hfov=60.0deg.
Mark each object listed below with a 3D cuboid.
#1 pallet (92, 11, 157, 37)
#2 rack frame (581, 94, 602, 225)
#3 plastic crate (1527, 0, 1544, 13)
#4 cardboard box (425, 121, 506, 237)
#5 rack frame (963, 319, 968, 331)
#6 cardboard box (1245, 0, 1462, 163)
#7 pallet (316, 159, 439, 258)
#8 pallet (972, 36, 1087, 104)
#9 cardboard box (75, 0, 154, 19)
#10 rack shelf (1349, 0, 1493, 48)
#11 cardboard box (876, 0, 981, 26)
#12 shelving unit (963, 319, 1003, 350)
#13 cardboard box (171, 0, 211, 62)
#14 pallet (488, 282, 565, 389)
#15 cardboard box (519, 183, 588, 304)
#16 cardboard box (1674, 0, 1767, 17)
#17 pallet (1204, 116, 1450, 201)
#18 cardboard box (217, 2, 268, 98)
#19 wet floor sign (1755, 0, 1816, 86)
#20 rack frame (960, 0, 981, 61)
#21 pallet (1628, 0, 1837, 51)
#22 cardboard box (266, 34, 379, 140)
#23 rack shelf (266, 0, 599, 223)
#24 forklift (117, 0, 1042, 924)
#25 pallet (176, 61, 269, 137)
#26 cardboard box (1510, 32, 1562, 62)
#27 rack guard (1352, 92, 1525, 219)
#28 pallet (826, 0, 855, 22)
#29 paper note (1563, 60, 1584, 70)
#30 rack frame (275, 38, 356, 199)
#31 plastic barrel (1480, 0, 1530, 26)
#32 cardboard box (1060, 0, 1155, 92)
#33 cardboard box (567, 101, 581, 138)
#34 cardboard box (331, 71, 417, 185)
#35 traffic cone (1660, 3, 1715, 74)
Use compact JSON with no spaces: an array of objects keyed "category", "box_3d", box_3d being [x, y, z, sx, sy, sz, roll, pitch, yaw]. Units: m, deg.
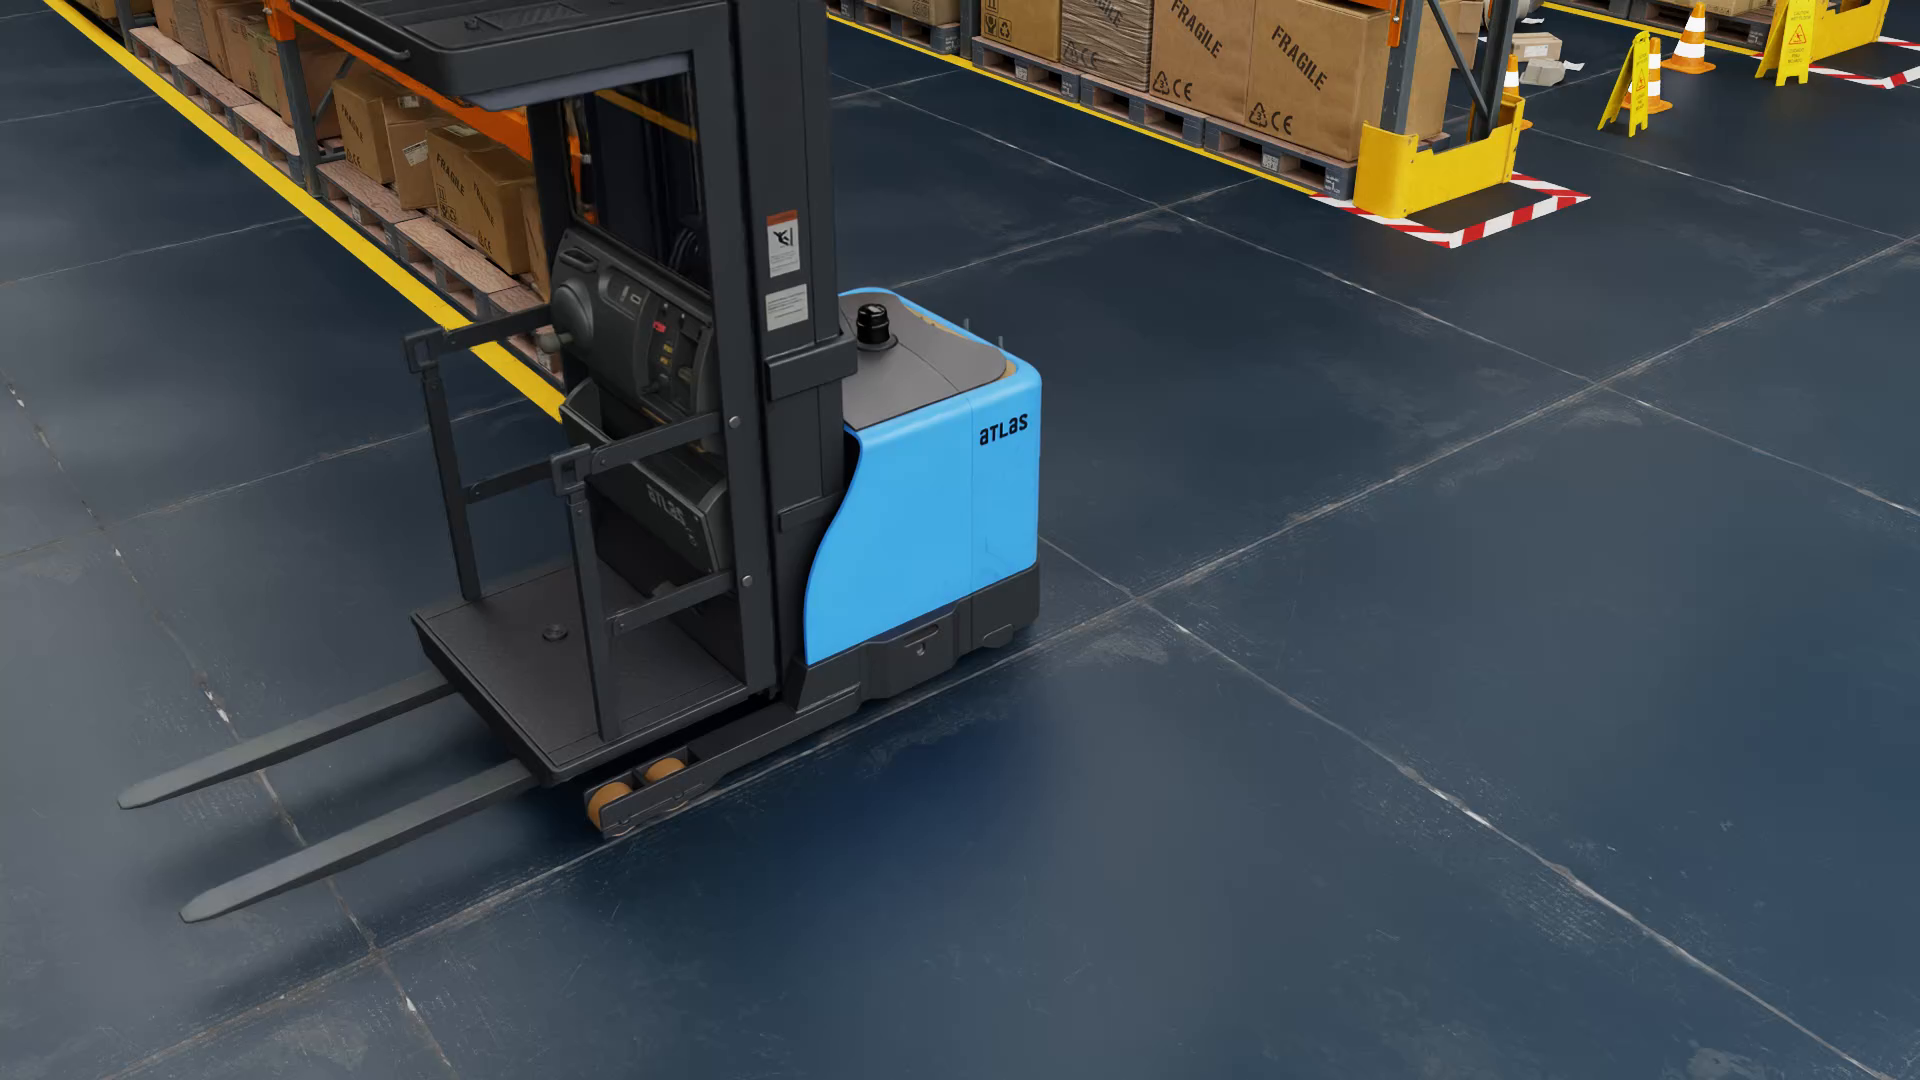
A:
[{"category":"pallet","box_3d":[-6.426,-4.359,13.569,1.003,0.211,1.213,-22,38,-31]},{"category":"rack frame","box_3d":[-1.096,-1.857,6.897,1.000,3.000,0.127,-22,38,-31]},{"category":"plastic crate","box_3d":[4.594,-4.570,14.033,0.583,0.080,0.402,18,36,27]},{"category":"cardboard box","box_3d":[-2.535,-1.991,9.084,0.500,0.500,0.500,-26,40,-35]},{"category":"rack frame","box_3d":[-0.063,-0.431,6.591,0.240,0.900,0.006,-24,39,-33]},{"category":"cardboard box","box_3d":[2.416,-2.957,10.283,0.875,0.875,0.875,-22,38,-31]},{"category":"pallet","box_3d":[-3.109,-2.071,9.884,1.003,0.211,1.213,-22,38,-31]},{"category":"pallet","box_3d":[0.836,-3.560,12.282,1.003,0.211,1.213,-22,38,-31]},{"category":"cardboard box","box_3d":[-6.409,-4.761,13.189,1.225,0.875,0.875,-24,39,-33]},{"category":"rack shelf","box_3d":[1.657,-3.947,10.945,1.077,0.370,4.000,-22,38,-31]},{"category":"cardboard box","box_3d":[-0.021,-4.539,12.949,1.050,0.750,0.750,-22,38,-32]},{"category":"shelving unit","box_3d":[0.003,-0.390,6.524,0.258,0.900,0.210,-24,39,-33]},{"category":"cardboard box","box_3d":[-5.225,-3.816,12.004,0.700,0.500,0.500,-26,40,-35]},{"category":"pallet","box_3d":[-1.613,-1.054,8.247,1.003,0.211,1.213,-22,38,-31]},{"category":"cardboard box","box_3d":[-1.859,-1.477,8.256,0.500,0.500,0.500,-12,34,-19]},{"category":"cardboard box","box_3d":[6.009,-4.333,13.092,0.500,0.250,0.500,-22,38,-32]},{"category":"pallet","box_3d":[2.332,-2.543,10.644,1.003,0.211,1.213,-22,38,-31]},{"category":"cardboard box","box_3d":[-4.529,-3.350,11.253,0.700,0.500,0.500,-26,40,-35]},{"category":"wet floor sign","box_3d":[6.003,-3.638,11.995,0.267,0.644,0.232,-10,33,-15]},{"category":"rack frame","box_3d":[0.431,-5.087,12.097,1.000,3.000,0.127,-22,38,-31]},{"category":"pallet","box_3d":[6.215,-4.260,13.409,1.003,0.211,1.213,-22,38,-31]},{"category":"cardboard box","box_3d":[-3.908,-2.912,10.548,0.700,0.500,0.500,-26,40,-35]},{"category":"rack shelf","box_3d":[-2.323,-2.385,8.429,1.077,0.370,4.000,-22,38,-31]},{"category":"forklift","box_3d":[-1.174,-0.627,4.982,3.031,2.935,1.130,-23,38,-32]},{"category":"pallet","box_3d":[-4.780,-3.172,11.657,1.003,0.211,1.213,-22,38,-31]},{"category":"cardboard box","box_3d":[4.333,-3.745,12.638,0.380,0.149,0.250,-4,32,-7]},{"category":"rack guard","box_3d":[2.899,-2.348,10.056,1.175,0.500,0.348,-22,38,-31]},{"category":"pallet","box_3d":[-0.854,-4.708,14.130,1.003,0.211,1.213,-22,38,-31]},{"category":"paper note","box_3d":[4.580,-3.552,12.440,0.142,0.019,0.148,18,36,27]},{"category":"rack frame","box_3d":[-3.549,-3.524,9.581,1.000,3.000,0.127,-22,38,-31]},{"category":"plastic barrel","box_3d":[4.269,-4.340,13.336,0.512,0.421,0.421,1,32,2]},{"category":"cardboard box","box_3d":[1.317,-3.703,11.485,0.875,0.875,0.875,-22,38,-31]},{"category":"cardboard box","box_3d":[-1.434,-1.802,7.047,0.380,0.149,0.250,-22,38,-31]},{"category":"cardboard box","box_3d":[-3.335,-2.461,9.840,0.500,0.500,0.500,-24,39,-33]},{"category":"traffic cone","box_3d":[5.449,-3.747,12.345,0.336,0.463,0.334,-22,38,-31]}]
